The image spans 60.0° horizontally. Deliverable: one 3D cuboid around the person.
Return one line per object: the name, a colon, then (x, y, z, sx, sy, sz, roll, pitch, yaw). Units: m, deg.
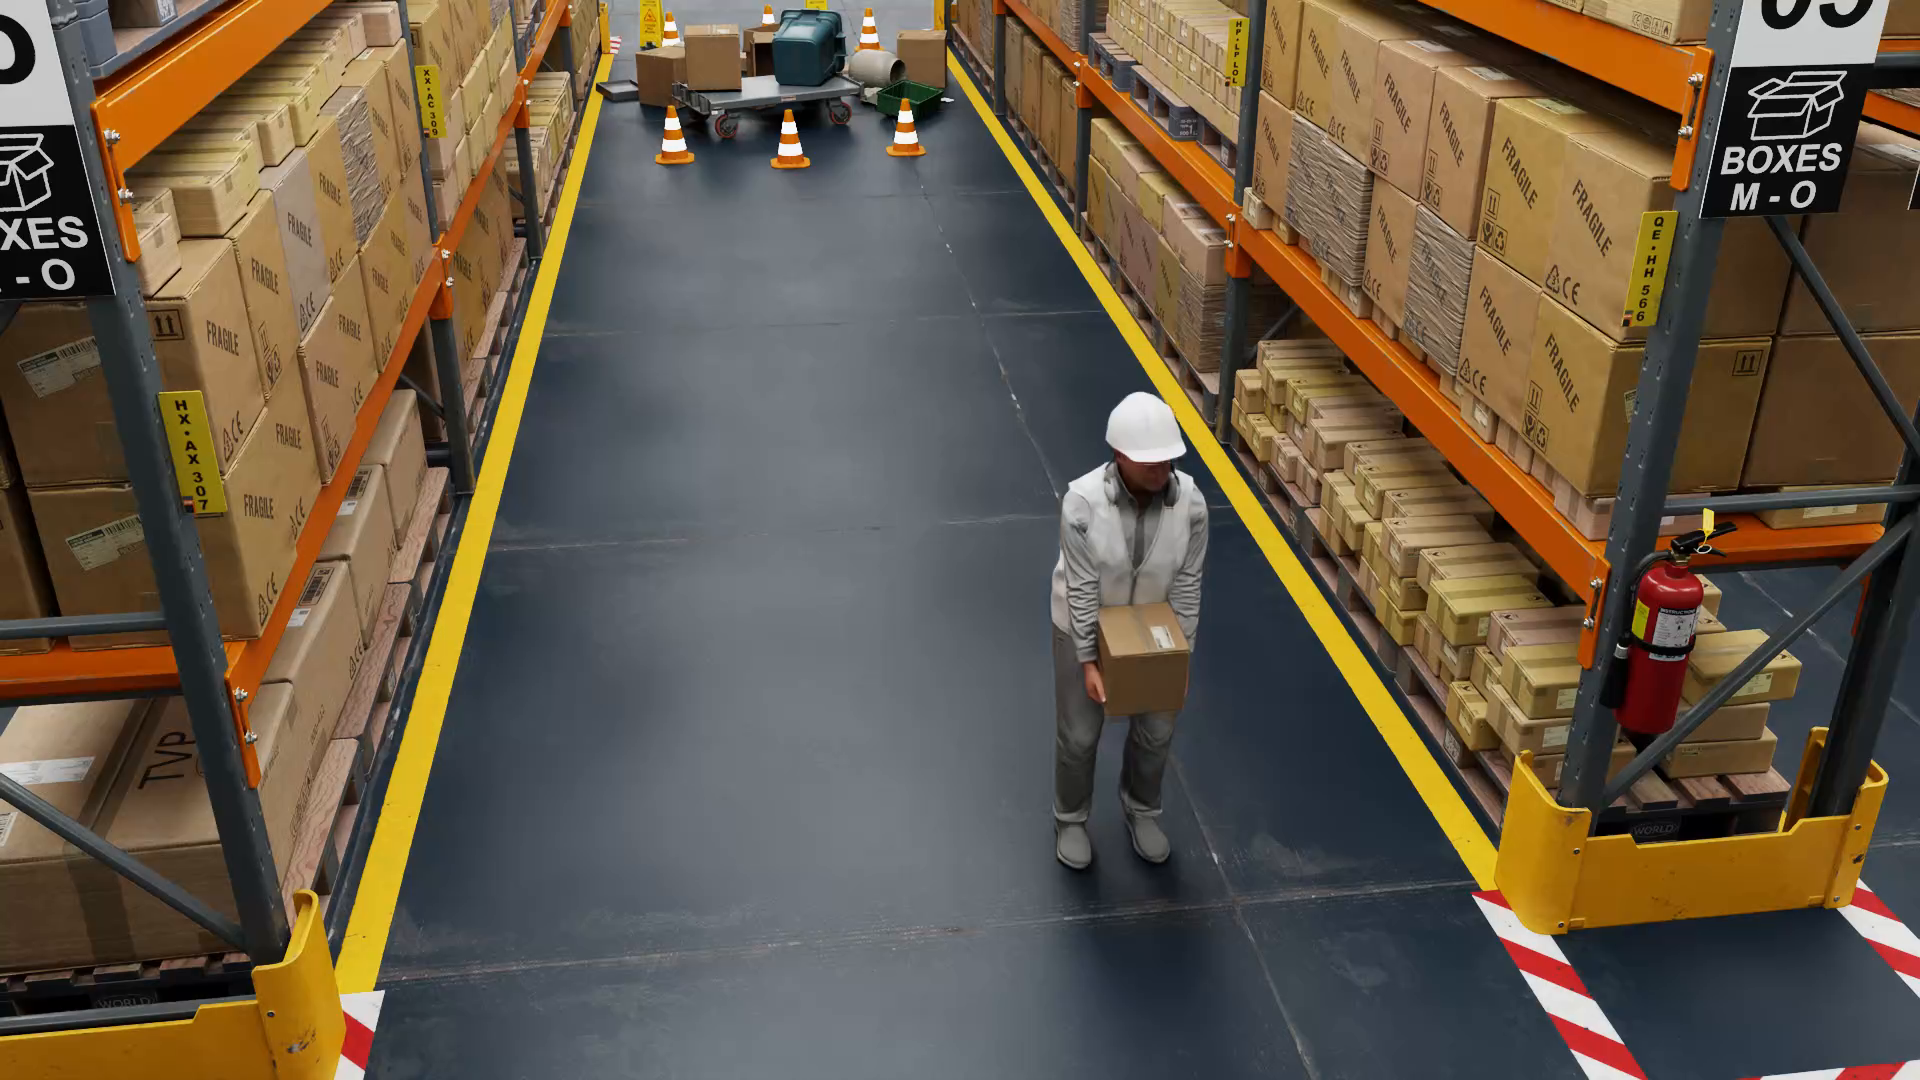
person: (0.554, 0.325, 5.475, 0.484, 1.756, 0.583, -4, 27, -8)
